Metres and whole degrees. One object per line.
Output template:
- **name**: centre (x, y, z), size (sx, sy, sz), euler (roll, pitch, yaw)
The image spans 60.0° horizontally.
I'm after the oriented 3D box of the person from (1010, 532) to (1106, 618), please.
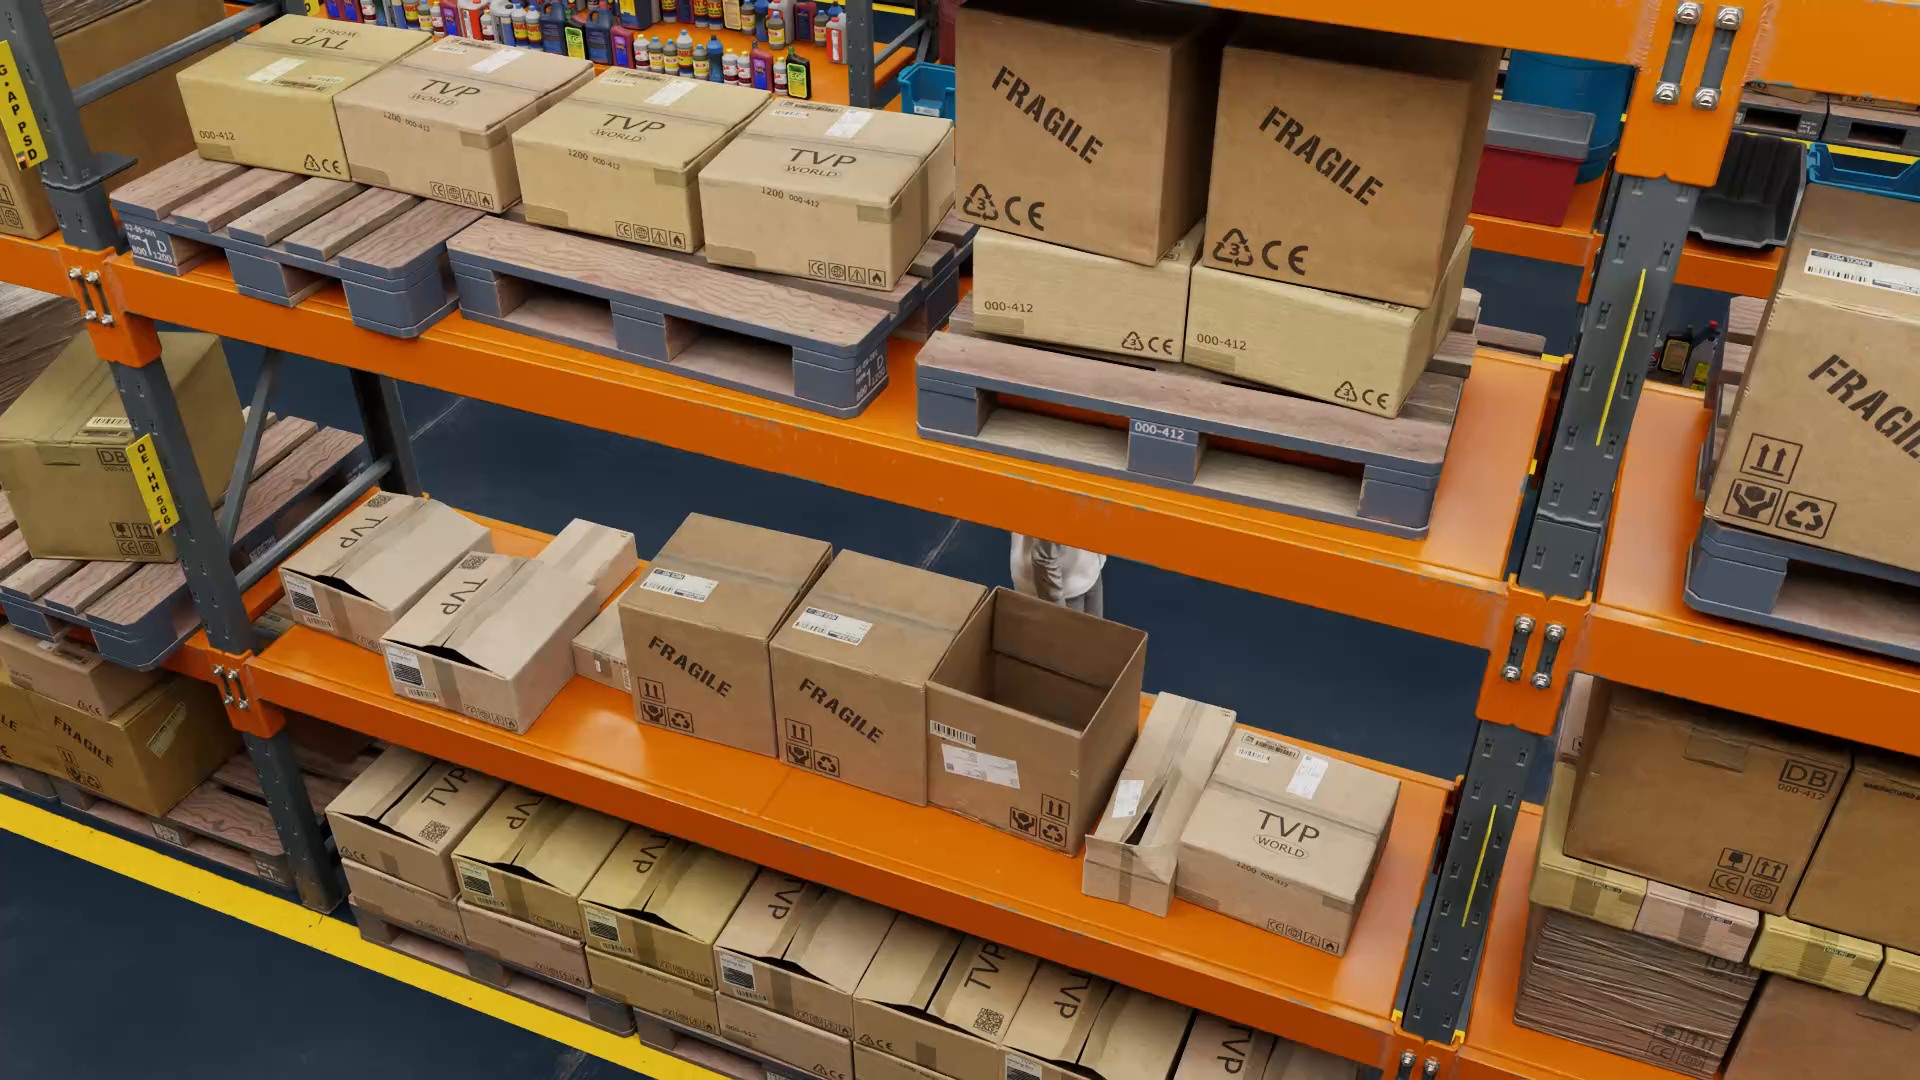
- **person**: centre (0.438, 0.135, 6.622), size (0.465, 1.769, 0.580), euler (12, 39, 15)
